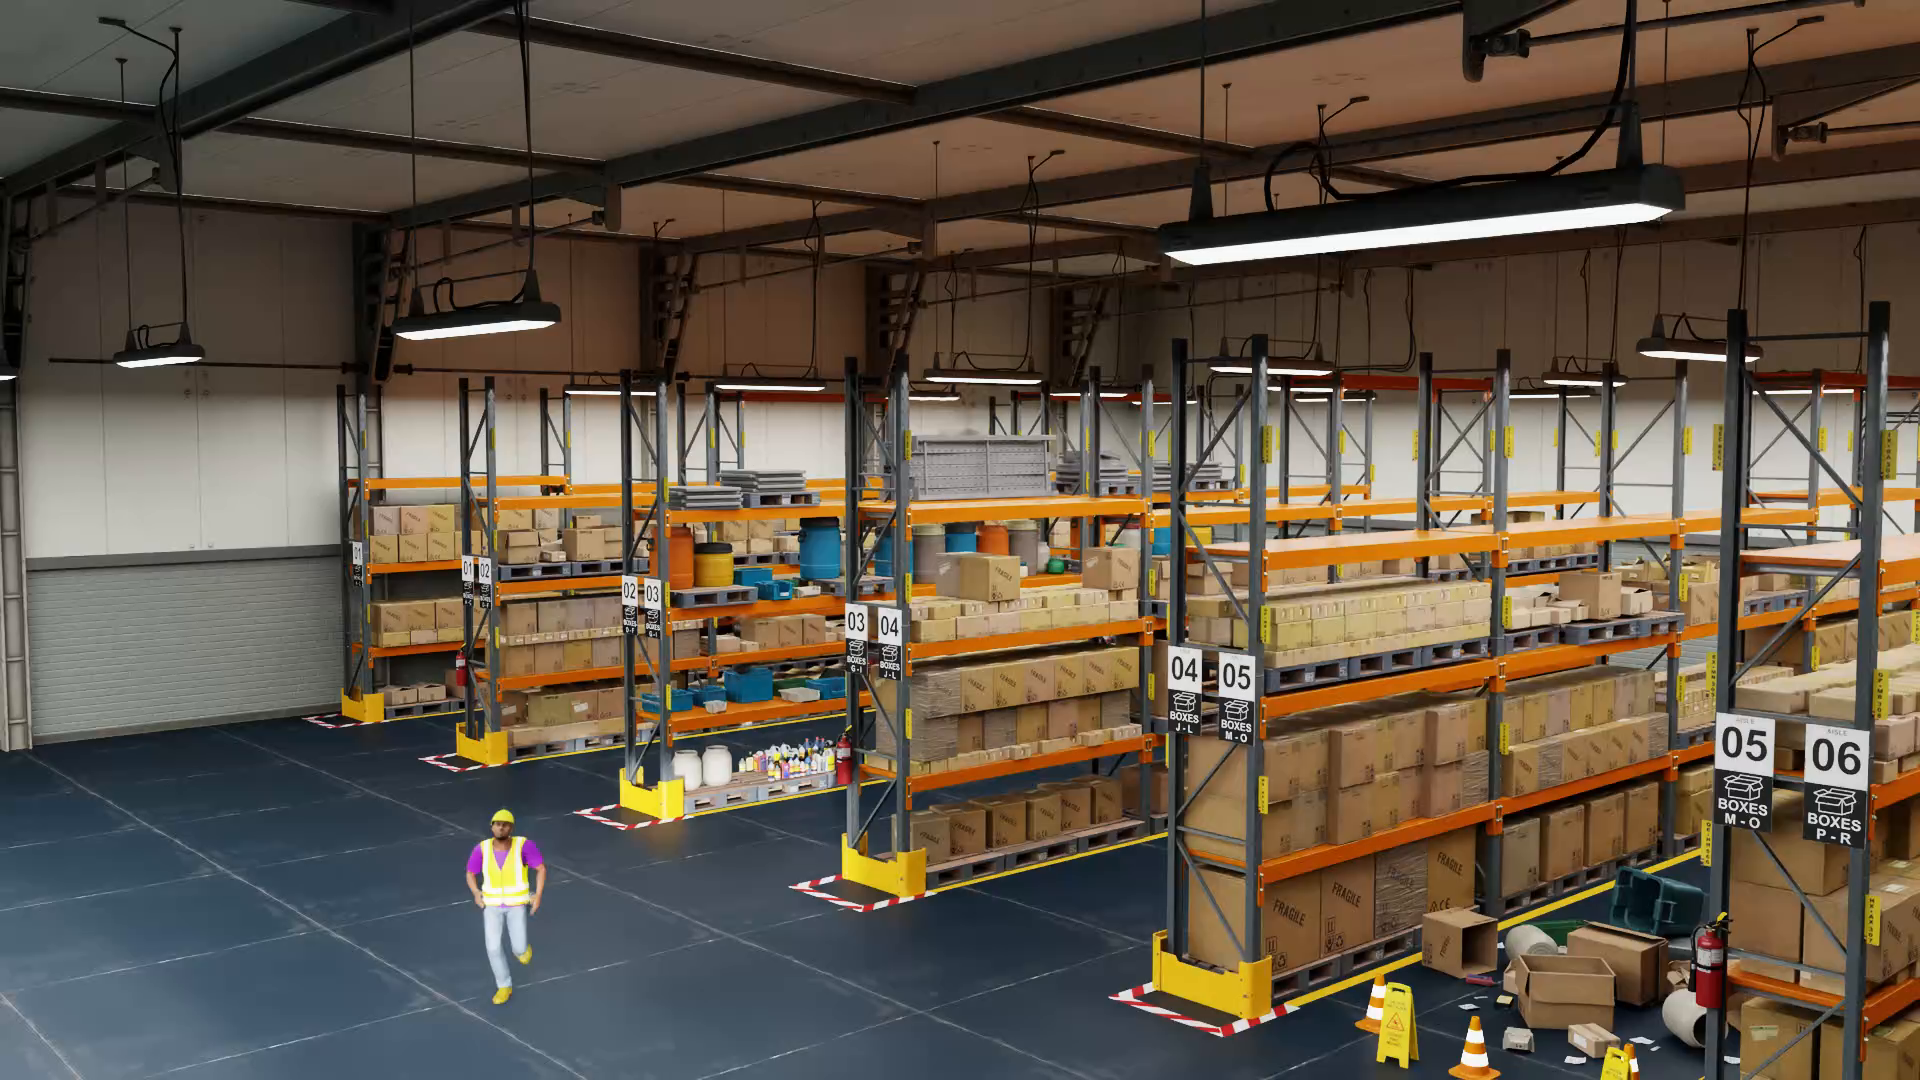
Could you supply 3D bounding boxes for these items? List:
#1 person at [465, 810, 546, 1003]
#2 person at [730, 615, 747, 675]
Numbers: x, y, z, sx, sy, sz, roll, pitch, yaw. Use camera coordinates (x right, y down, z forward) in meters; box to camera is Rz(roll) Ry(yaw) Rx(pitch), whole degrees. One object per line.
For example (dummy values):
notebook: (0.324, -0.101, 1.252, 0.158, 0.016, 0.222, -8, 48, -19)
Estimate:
person: (-4.173, 3.318, 15.269, 0.720, 1.703, 0.634, -1, 4, -10)
person: (-4.246, 2.208, 32.239, 0.661, 1.745, 0.707, 4, 5, 43)
